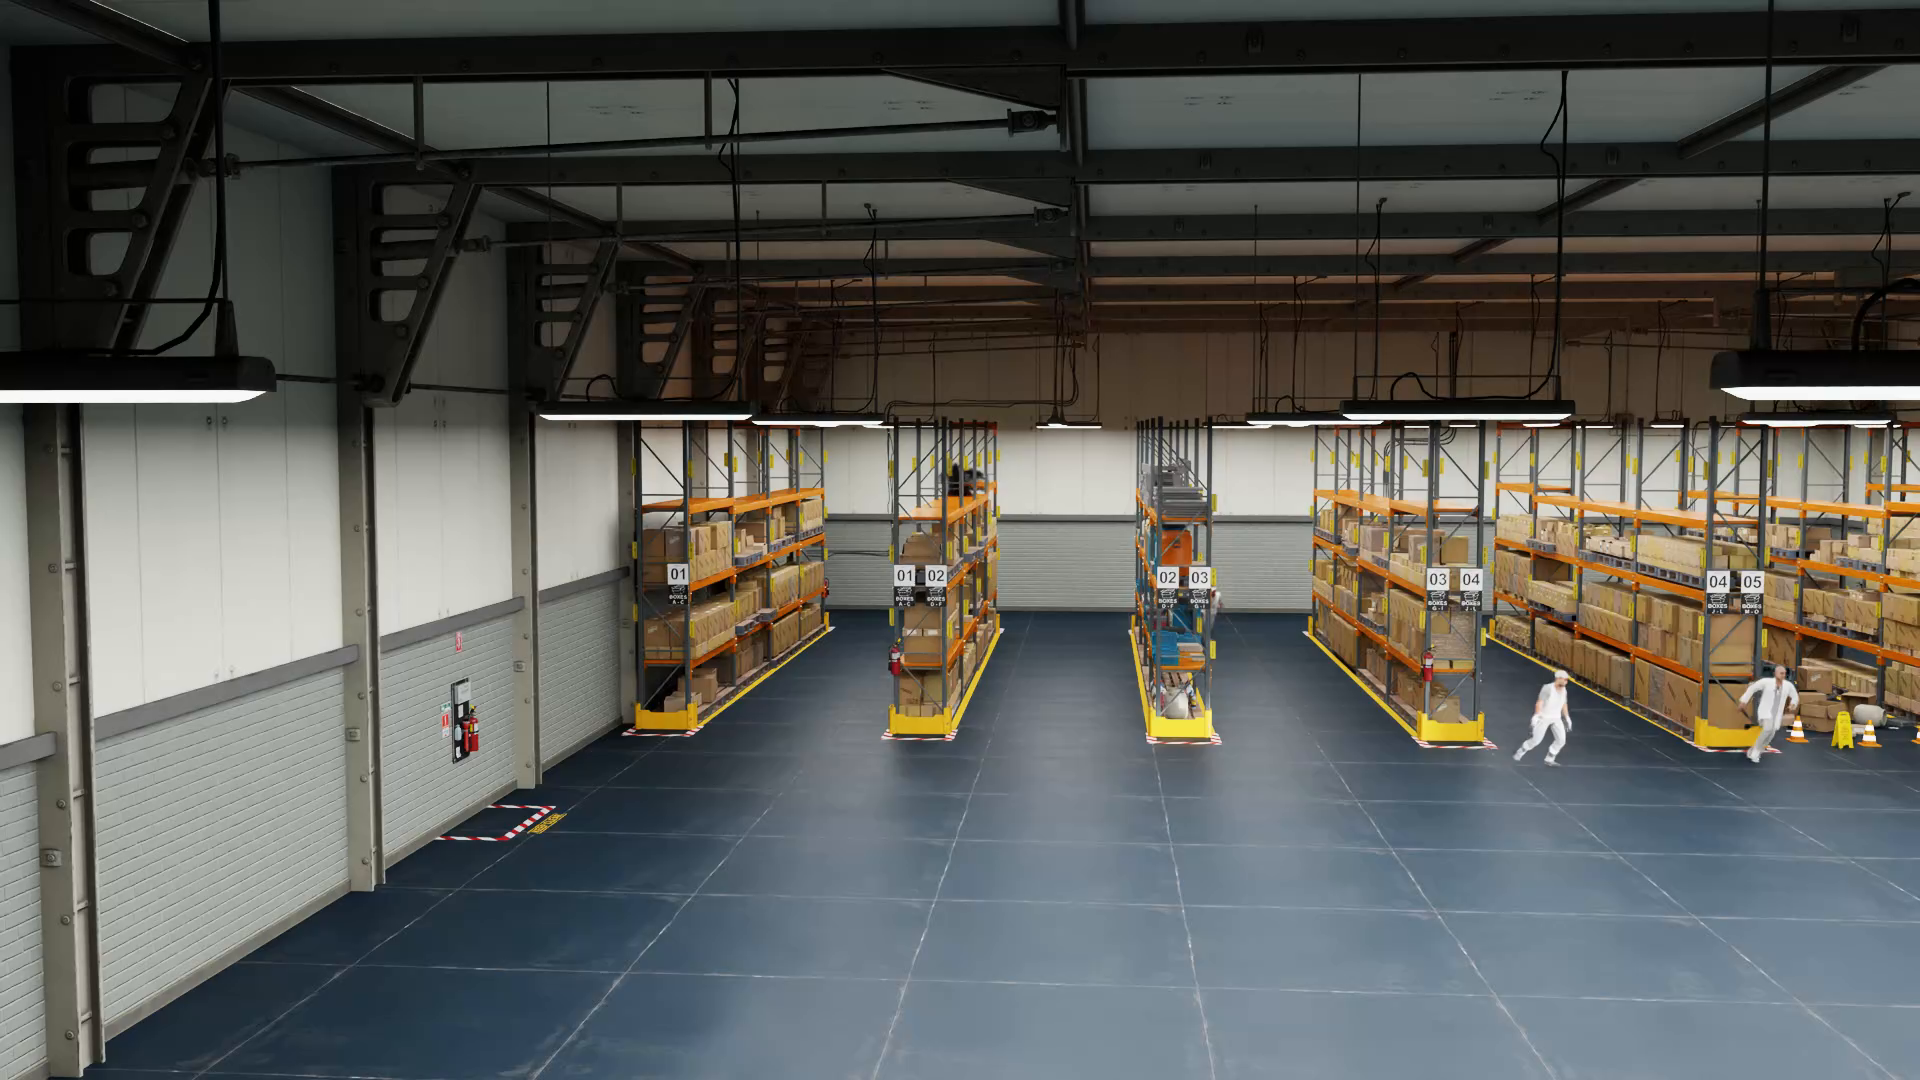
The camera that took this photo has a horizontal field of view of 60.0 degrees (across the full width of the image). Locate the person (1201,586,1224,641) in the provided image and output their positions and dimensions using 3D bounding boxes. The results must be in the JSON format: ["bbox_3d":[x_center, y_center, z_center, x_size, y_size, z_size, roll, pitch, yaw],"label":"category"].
[{"bbox_3d":[6.665,2.010,44.533,0.729,1.715,1.010,0,4,-4],"label":"person"}]

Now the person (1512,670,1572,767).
[{"bbox_3d":[9.984,3.024,28.413,0.869,1.677,0.796,-1,4,-20],"label":"person"}]

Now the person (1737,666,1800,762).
[{"bbox_3d":[14.041,3.022,28.757,0.878,1.688,0.755,0,4,-4],"label":"person"}]
